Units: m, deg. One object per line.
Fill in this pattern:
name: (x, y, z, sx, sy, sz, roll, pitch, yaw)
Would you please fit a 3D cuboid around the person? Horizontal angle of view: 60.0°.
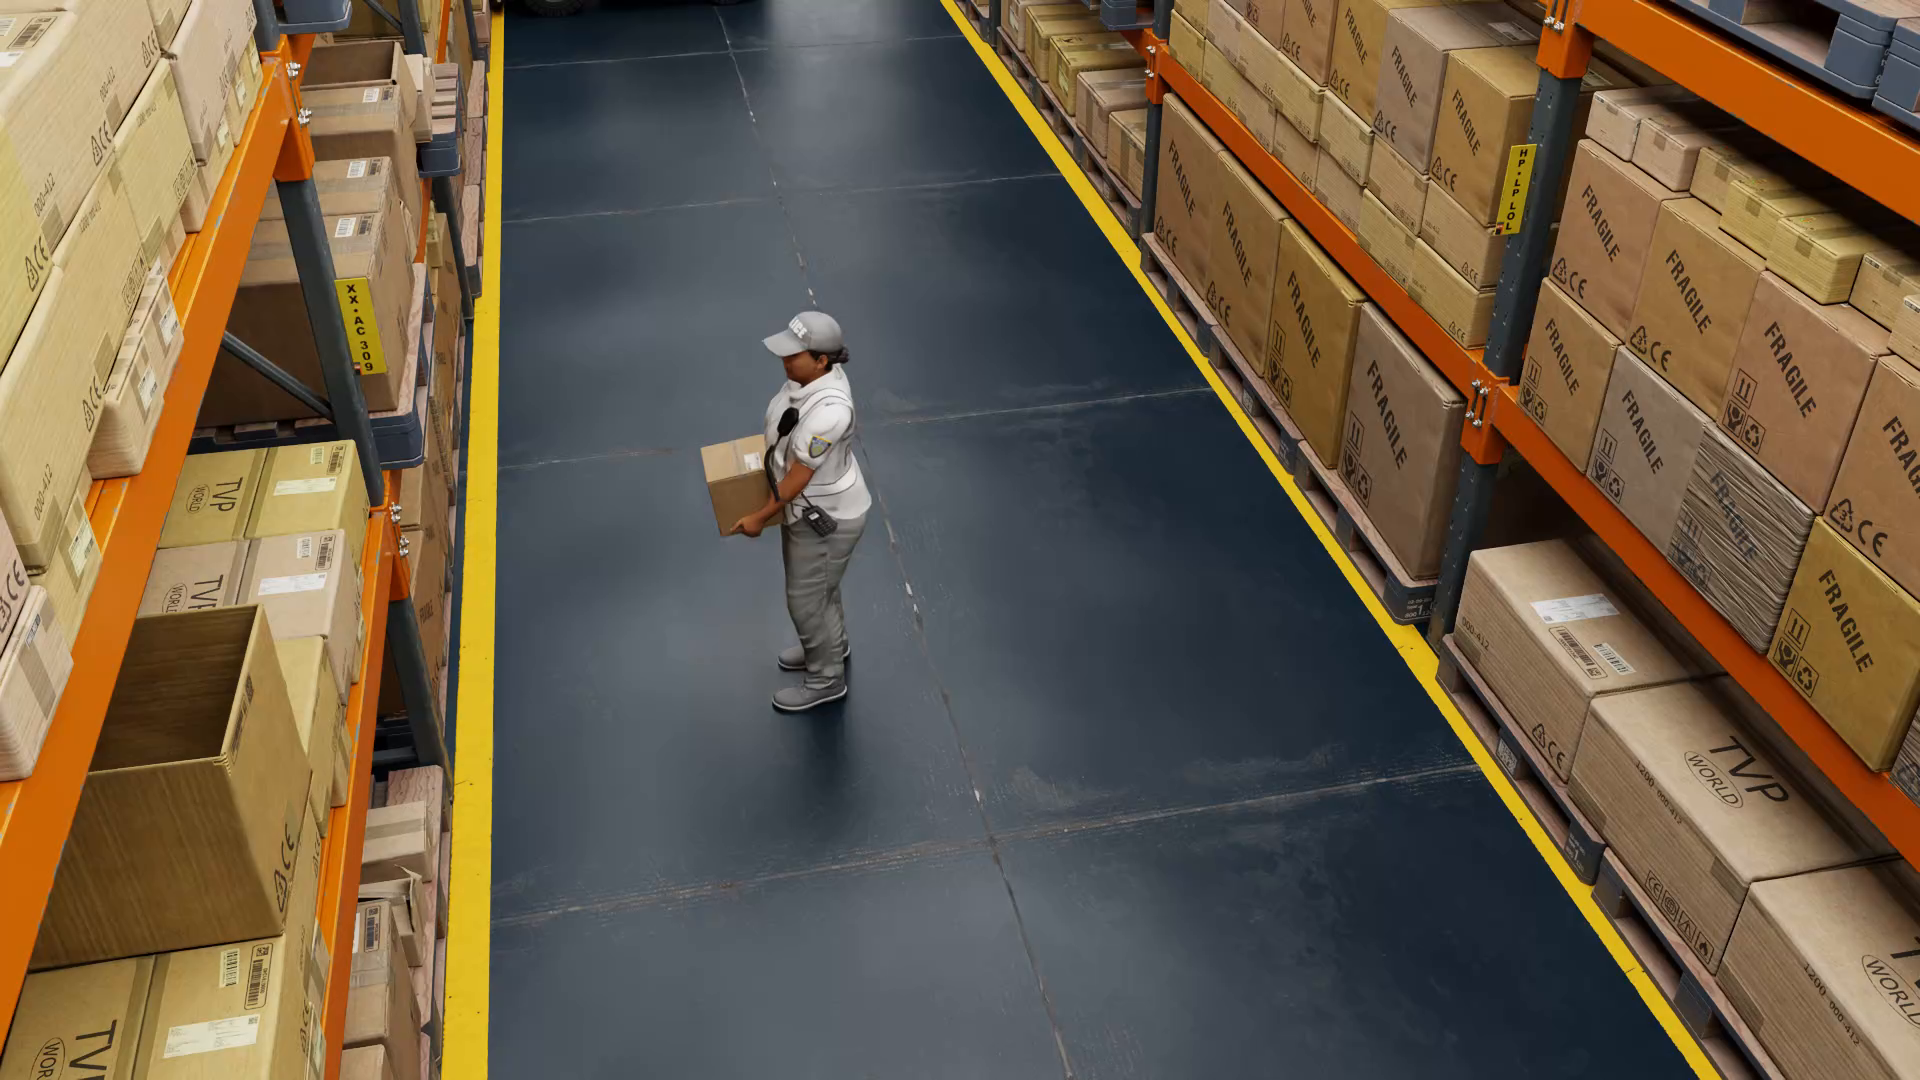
person: (-0.611, -0.102, 6.298, 0.540, 1.663, 0.452, -7, 35, -11)
